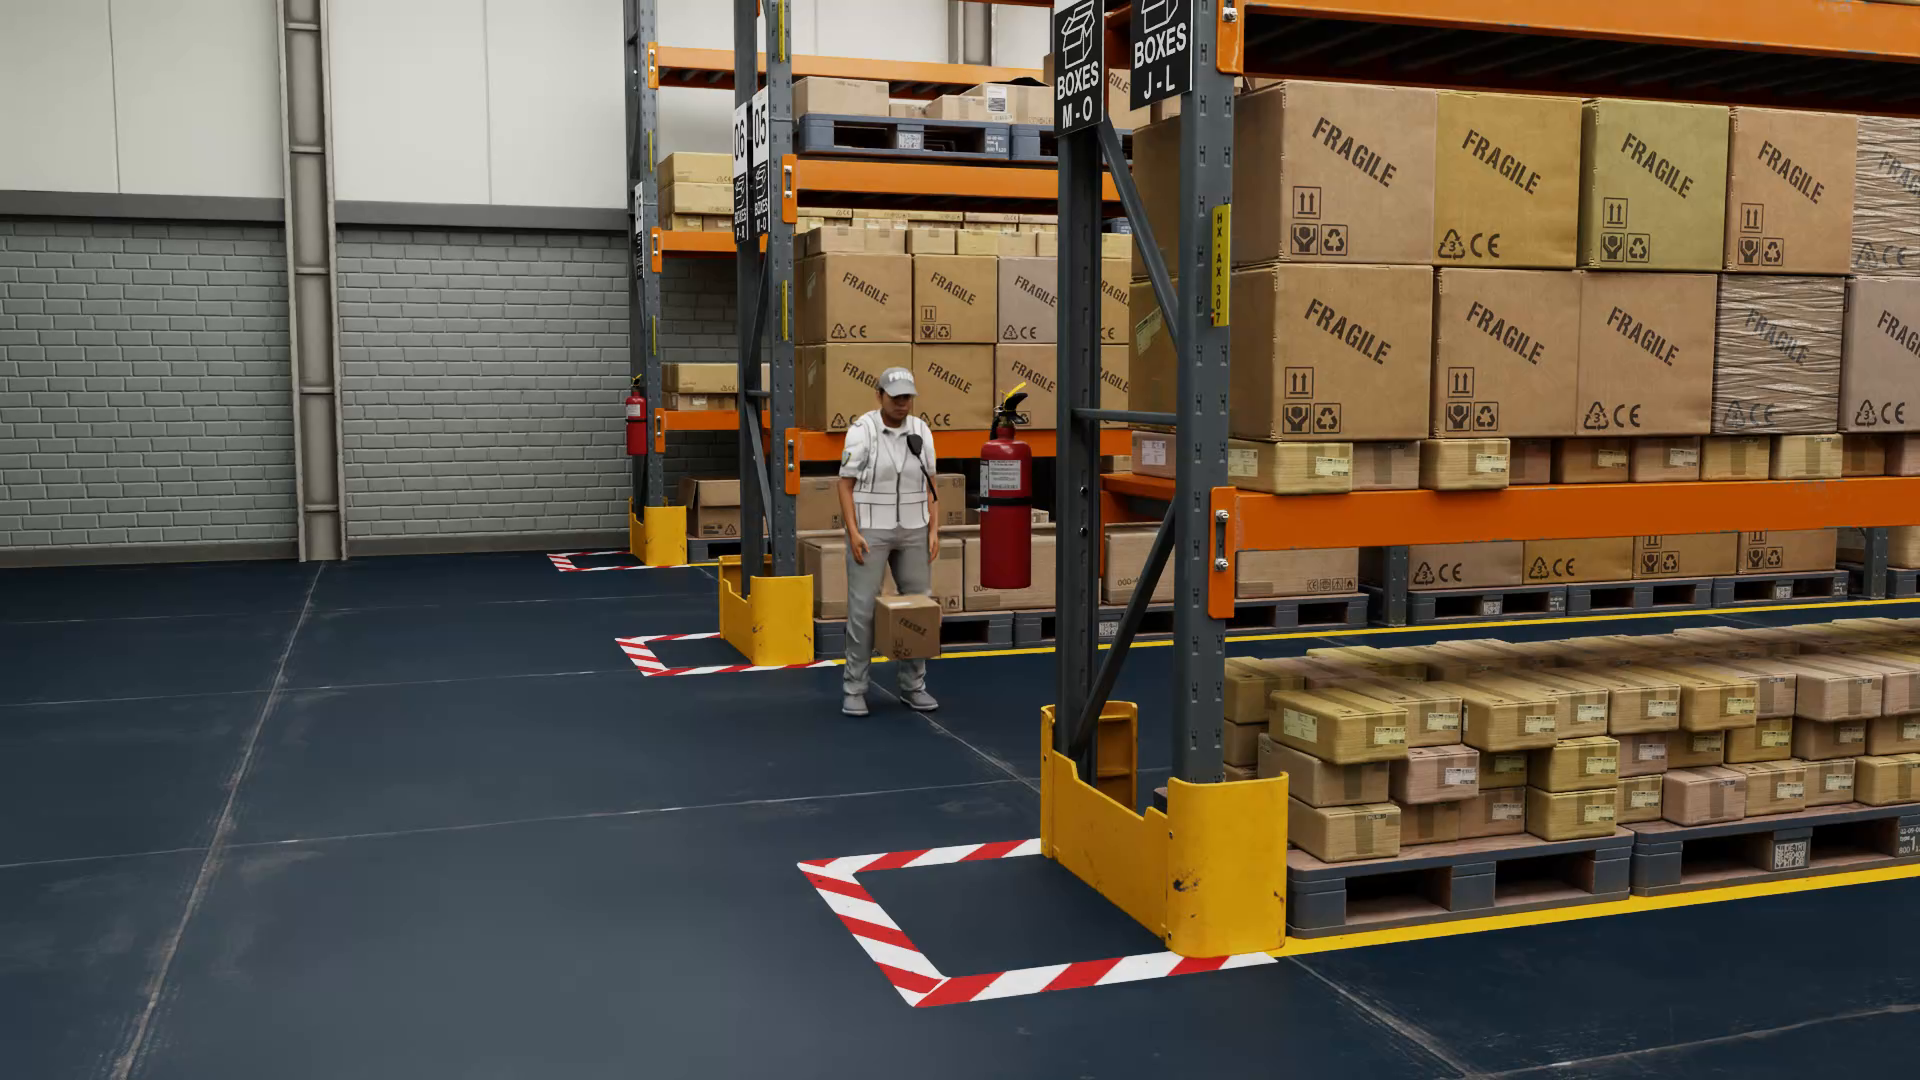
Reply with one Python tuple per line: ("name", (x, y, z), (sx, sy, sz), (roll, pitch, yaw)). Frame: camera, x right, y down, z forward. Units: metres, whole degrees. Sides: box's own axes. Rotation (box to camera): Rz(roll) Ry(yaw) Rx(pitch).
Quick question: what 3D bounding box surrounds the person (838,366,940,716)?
("person", (-0.344, -0.006, 8.080), (0.528, 1.669, 0.443), (-2, 6, -20))
